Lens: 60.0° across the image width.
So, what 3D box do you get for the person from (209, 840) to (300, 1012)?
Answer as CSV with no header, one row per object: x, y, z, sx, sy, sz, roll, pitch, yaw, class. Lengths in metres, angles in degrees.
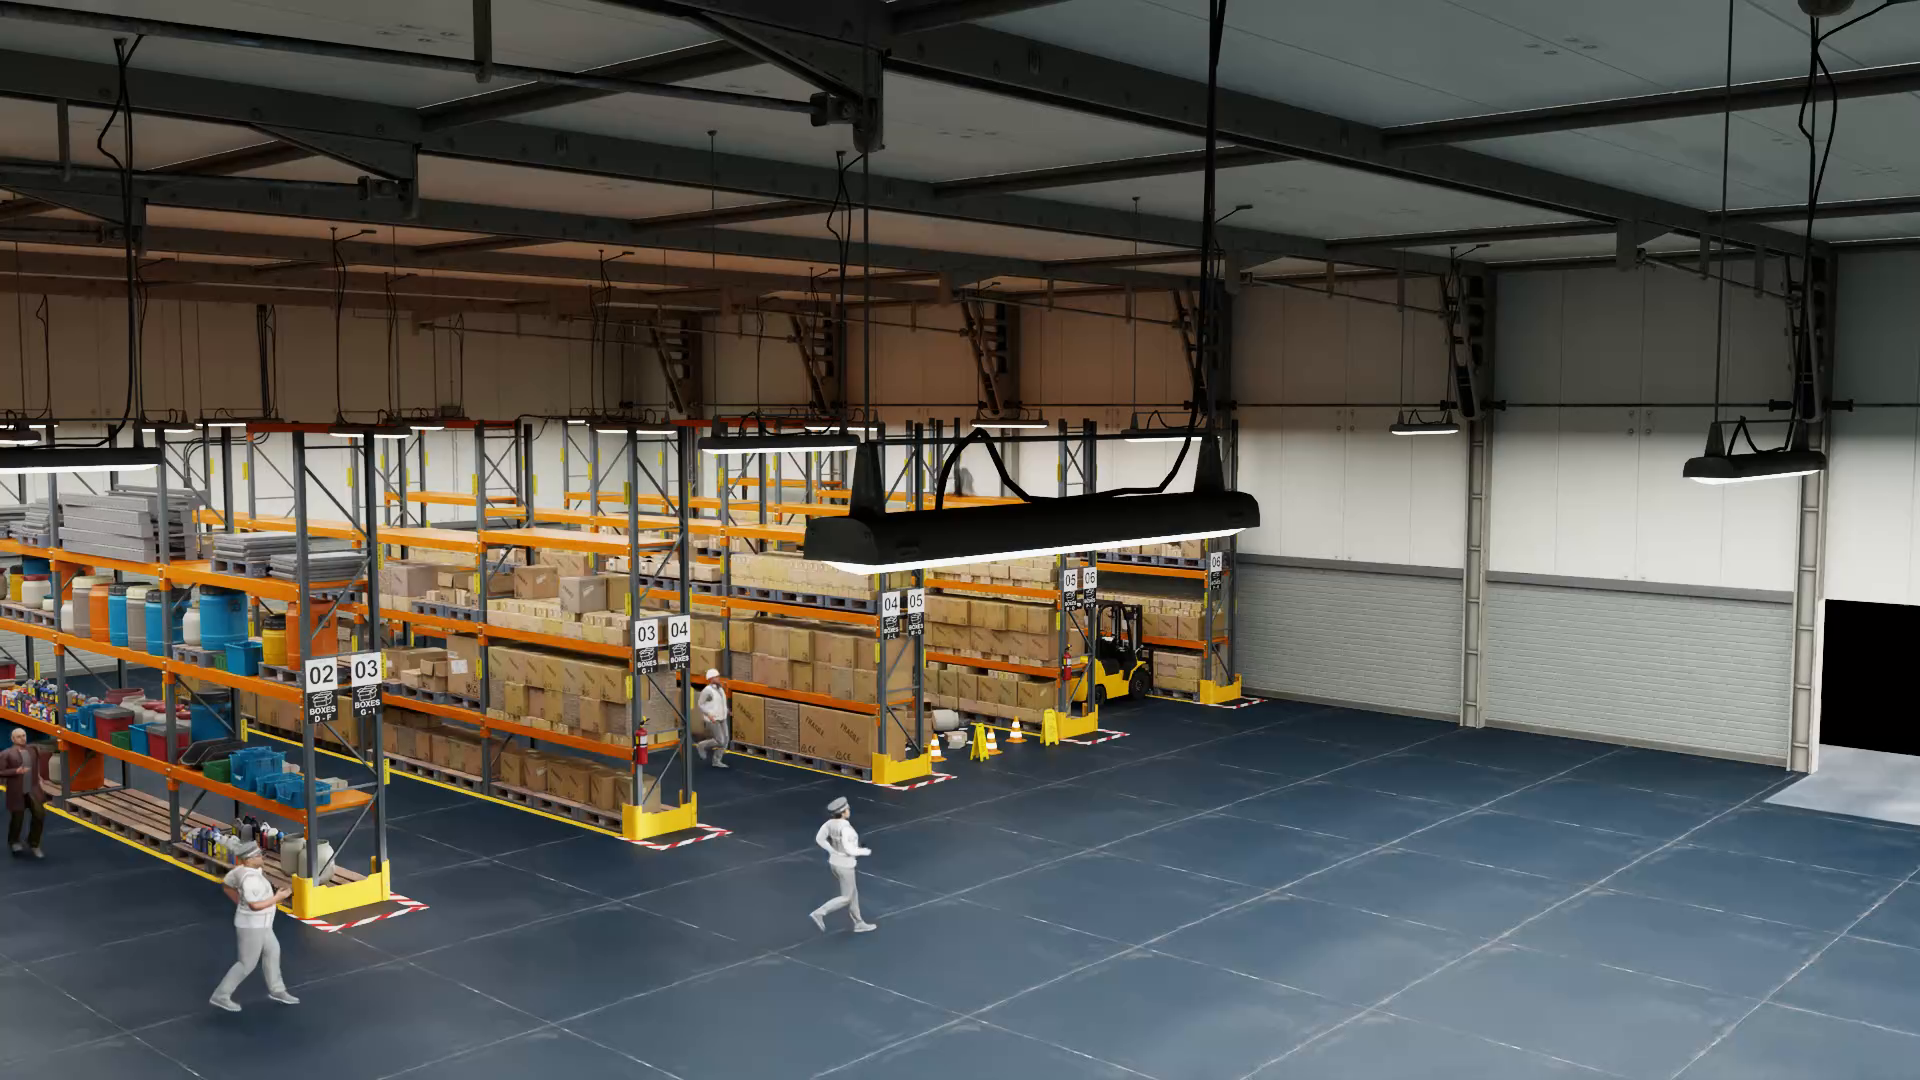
-7.350,4.022,17.269,0.868,1.826,0.653,-2,5,-24,person

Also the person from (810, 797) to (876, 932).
-1.408,3.869,19.718,0.890,1.669,0.618,-3,5,-31,person

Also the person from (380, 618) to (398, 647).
-13.591,2.235,39.765,0.580,1.677,0.845,4,6,37,person

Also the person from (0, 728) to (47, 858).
-13.099,3.548,23.255,0.793,1.844,0.685,4,6,38,person

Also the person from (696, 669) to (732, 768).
-4.290,3.106,28.999,0.586,1.729,0.659,2,5,27,person
